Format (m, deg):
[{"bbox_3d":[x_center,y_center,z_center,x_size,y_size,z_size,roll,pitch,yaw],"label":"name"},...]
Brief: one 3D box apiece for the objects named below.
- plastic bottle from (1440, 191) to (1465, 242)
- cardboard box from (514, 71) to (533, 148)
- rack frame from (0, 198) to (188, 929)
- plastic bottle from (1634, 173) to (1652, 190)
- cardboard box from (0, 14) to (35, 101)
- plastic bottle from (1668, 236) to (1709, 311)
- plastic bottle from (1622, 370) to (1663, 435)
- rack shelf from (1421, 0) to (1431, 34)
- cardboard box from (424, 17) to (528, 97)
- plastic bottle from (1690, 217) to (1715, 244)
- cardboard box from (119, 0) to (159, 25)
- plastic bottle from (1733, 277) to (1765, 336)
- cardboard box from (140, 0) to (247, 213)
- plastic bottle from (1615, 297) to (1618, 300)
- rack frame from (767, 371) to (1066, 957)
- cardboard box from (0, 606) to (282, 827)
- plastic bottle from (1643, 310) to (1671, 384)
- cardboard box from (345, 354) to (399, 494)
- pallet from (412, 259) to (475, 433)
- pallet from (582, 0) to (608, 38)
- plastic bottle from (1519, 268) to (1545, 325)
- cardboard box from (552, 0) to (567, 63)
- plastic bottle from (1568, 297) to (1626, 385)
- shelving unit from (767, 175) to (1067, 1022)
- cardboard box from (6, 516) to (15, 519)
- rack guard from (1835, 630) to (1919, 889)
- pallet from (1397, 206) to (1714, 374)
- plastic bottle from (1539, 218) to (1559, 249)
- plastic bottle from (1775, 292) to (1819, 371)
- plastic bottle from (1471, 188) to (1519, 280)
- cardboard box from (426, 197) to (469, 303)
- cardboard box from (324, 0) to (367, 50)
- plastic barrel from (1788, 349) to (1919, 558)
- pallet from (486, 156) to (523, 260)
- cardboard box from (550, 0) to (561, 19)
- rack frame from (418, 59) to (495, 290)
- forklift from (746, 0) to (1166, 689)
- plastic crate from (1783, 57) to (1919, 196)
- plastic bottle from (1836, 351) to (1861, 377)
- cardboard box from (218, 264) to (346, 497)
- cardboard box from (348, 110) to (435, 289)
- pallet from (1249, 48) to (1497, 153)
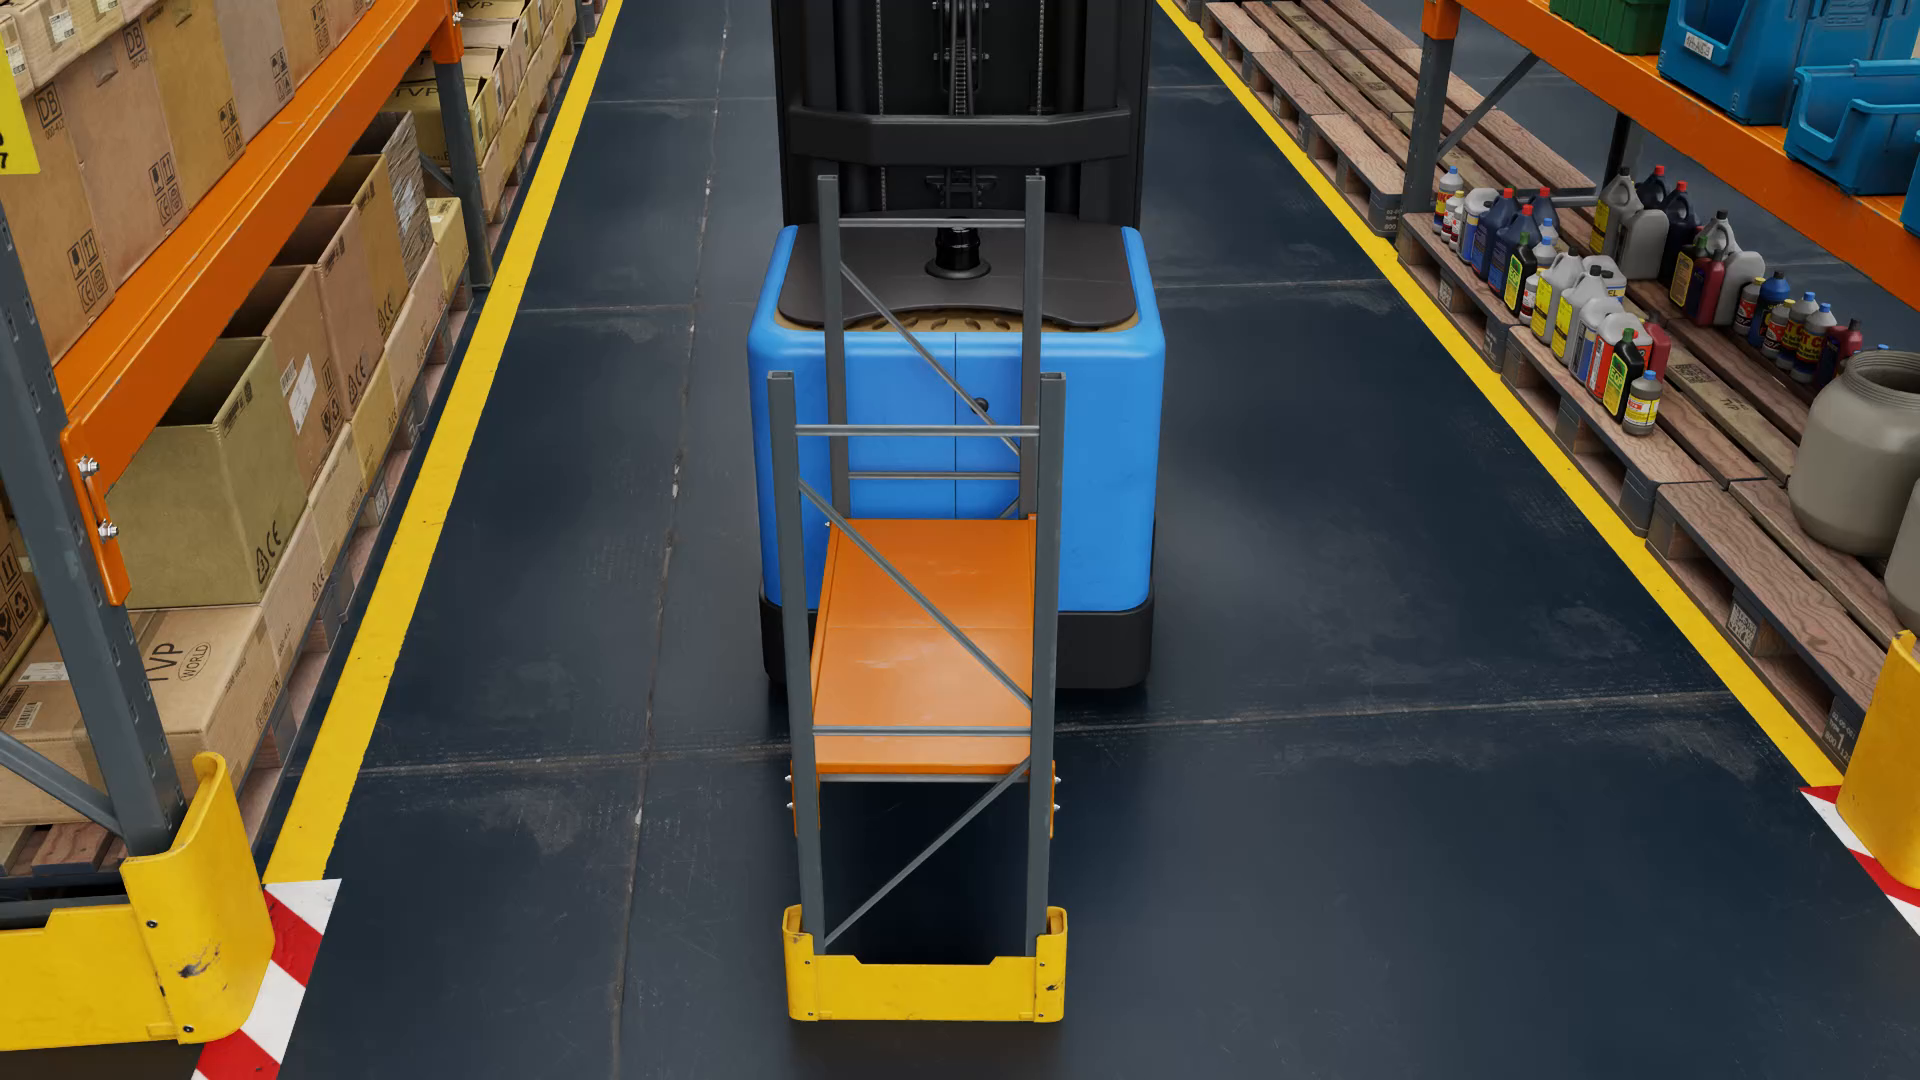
[{"bbox_3d":[2.049,-1.340,6.869,0.097,0.201,0.097,0,31,0],"label":"plastic bottle"},{"bbox_3d":[-2.375,-2.096,8.106,0.500,0.250,0.500,-4,31,-6],"label":"cardboard box"},{"bbox_3d":[-2.112,-0.311,2.845,1.000,3.000,0.127,-3,31,-5],"label":"rack frame"},{"bbox_3d":[2.819,-1.381,6.857,0.061,0.283,0.133,-1,31,-2],"label":"plastic bottle"},{"bbox_3d":[-1.934,-0.843,3.006,0.380,0.149,0.250,-3,31,-5],"label":"cardboard box"},{"bbox_3d":[2.742,-1.015,6.245,0.061,0.283,0.133,-3,31,-5],"label":"plastic bottle"},{"bbox_3d":[2.212,-0.450,5.379,0.097,0.201,0.097,0,31,0],"label":"plastic bottle"},{"bbox_3d":[2.259,-3.301,8.552,1.077,0.370,4.000,-3,31,-5],"label":"rack shelf"},{"bbox_3d":[-2.368,-2.337,7.962,0.500,0.311,0.500,-4,31,-6],"label":"cardboard box"},{"bbox_3d":[2.868,-1.117,6.415,0.061,0.283,0.133,-1,31,-1],"label":"plastic bottle"},{"bbox_3d":[-2.005,-1.234,3.661,0.380,0.149,0.250,-3,31,-5],"label":"cardboard box"},{"bbox_3d":[2.891,-0.856,6.058,0.097,0.201,0.097,0,31,0],"label":"plastic bottle"},{"bbox_3d":[-2.238,-1.114,4.093,0.700,0.500,0.500,-3,31,-4],"label":"cardboard box"},{"bbox_3d":[2.299,-0.764,5.903,0.097,0.201,0.097,0,31,0],"label":"plastic bottle"},{"bbox_3d":[-0.073,0.368,3.172,0.500,1.500,0.032,0,31,0],"label":"rack frame"},{"bbox_3d":[-1.941,0.405,3.919,0.500,0.250,0.500,-3,31,-5],"label":"cardboard box"},{"bbox_3d":[2.321,-0.621,5.584,0.061,0.283,0.133,-3,31,-5],"label":"plastic bottle"},{"bbox_3d":[-2.079,-0.361,5.201,0.500,0.250,0.500,-3,31,-5],"label":"cardboard box"},{"bbox_3d":[-2.453,-0.748,6.296,1.003,0.211,1.213,-3,31,-5],"label":"pallet"},{"bbox_3d":[-2.892,-3.581,11.040,1.003,0.211,1.213,-3,31,-5],"label":"pallet"},{"bbox_3d":[2.129,-0.902,6.135,0.097,0.201,0.097,0,31,0],"label":"plastic bottle"},{"bbox_3d":[-2.516,-2.875,9.410,0.500,0.250,0.500,-3,31,-5],"label":"cardboard box"},{"bbox_3d":[2.203,-0.683,5.696,0.152,0.276,0.135,-4,31,-6],"label":"plastic bottle"},{"bbox_3d":[-0.068,0.102,3.616,0.587,1.500,1.083,0,31,0],"label":"shelving unit"},{"bbox_3d":[-2.564,-0.080,4.731,0.500,0.250,0.500,-3,31,-5],"label":"cardboard box"},{"bbox_3d":[2.766,0.490,3.942,1.175,0.500,0.348,-3,31,-5],"label":"rack guard"},{"bbox_3d":[2.467,-1.046,6.796,1.003,0.211,1.213,-3,31,-5],"label":"pallet"},{"bbox_3d":[2.242,-1.106,6.408,0.097,0.271,0.097,0,31,0],"label":"plastic bottle"},{"bbox_3d":[2.919,-0.730,5.779,0.097,0.271,0.097,0,31,0],"label":"plastic bottle"},{"bbox_3d":[2.108,-1.208,6.502,0.144,0.351,0.185,-2,31,-3],"label":"plastic bottle"},{"bbox_3d":[-2.225,-1.127,6.483,0.500,0.250,0.500,-3,31,-5],"label":"cardboard box"},{"bbox_3d":[-2.382,-1.901,5.410,0.700,0.500,0.500,-3,31,-5],"label":"cardboard box"},{"bbox_3d":[2.635,-0.247,4.755,0.421,0.512,0.421,0,31,0],"label":"plastic barrel"},{"bbox_3d":[-2.594,-1.530,7.606,1.003,0.211,1.213,-3,31,-5],"label":"pallet"},{"bbox_3d":[-2.510,-3.115,9.265,0.500,0.311,0.500,-3,31,-5],"label":"cardboard box"},{"bbox_3d":[-2.486,-2.353,6.264,1.000,3.000,0.127,-3,31,-5],"label":"rack frame"},{"bbox_3d":[0.008,-1.577,5.033,1.130,2.935,3.031,0,31,1],"label":"forklift"},{"bbox_3d":[2.420,-1.055,4.237,0.499,0.251,0.408,-3,31,-5],"label":"plastic crate"},{"bbox_3d":[2.951,-0.527,5.507,0.097,0.201,0.097,0,31,0],"label":"plastic bottle"},{"bbox_3d":[-2.049,-0.427,4.580,0.500,0.500,0.500,-3,31,-5],"label":"cardboard box"},{"bbox_3d":[-2.190,-1.193,5.862,0.500,0.500,0.500,-3,31,-5],"label":"cardboard box"},{"bbox_3d":[2.217,-2.415,9.087,1.003,0.211,1.213,-3,31,-5],"label":"pallet"}]
